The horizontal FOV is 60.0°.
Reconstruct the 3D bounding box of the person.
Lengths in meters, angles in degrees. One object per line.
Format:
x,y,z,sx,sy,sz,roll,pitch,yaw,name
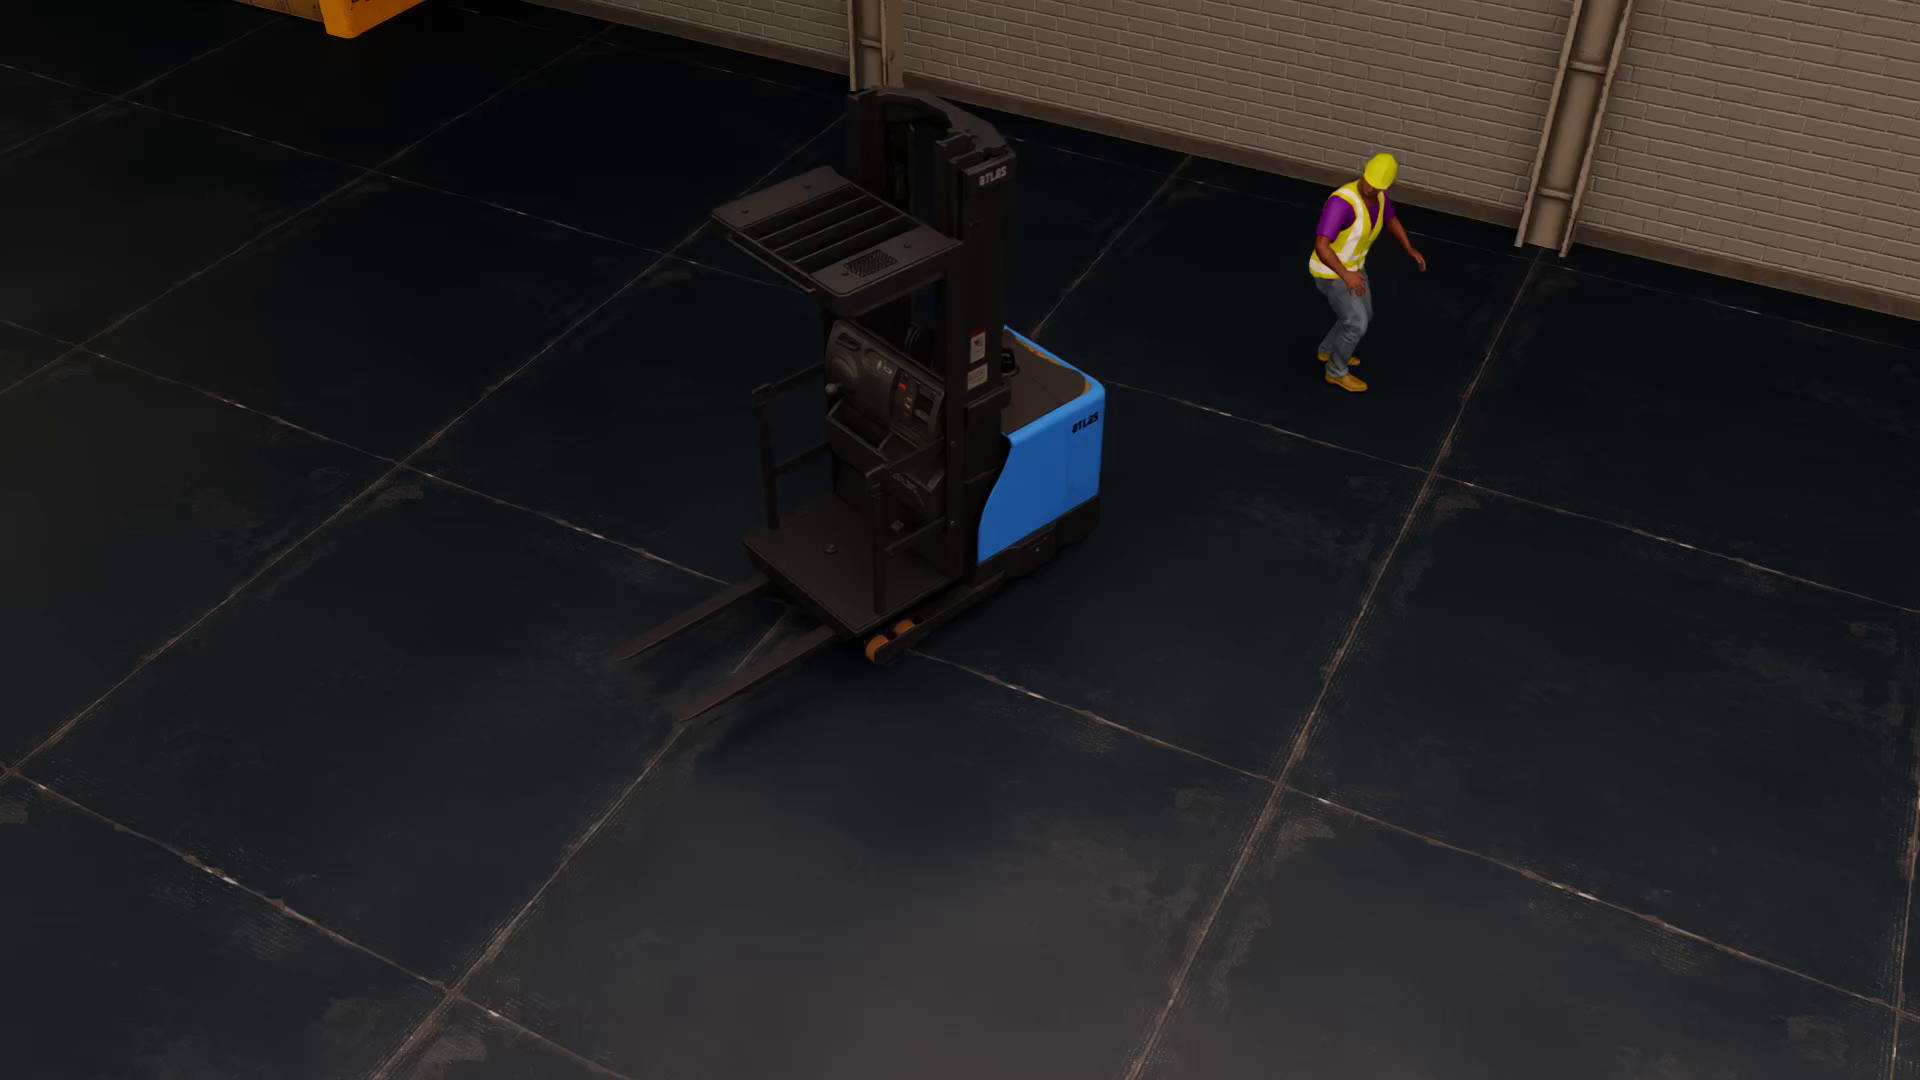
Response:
2.686,-1.776,11.086,0.645,1.716,0.821,25,46,26,person

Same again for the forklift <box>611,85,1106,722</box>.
-0.571,-0.798,8.934,3.031,2.935,1.130,-30,48,-30,forklift
